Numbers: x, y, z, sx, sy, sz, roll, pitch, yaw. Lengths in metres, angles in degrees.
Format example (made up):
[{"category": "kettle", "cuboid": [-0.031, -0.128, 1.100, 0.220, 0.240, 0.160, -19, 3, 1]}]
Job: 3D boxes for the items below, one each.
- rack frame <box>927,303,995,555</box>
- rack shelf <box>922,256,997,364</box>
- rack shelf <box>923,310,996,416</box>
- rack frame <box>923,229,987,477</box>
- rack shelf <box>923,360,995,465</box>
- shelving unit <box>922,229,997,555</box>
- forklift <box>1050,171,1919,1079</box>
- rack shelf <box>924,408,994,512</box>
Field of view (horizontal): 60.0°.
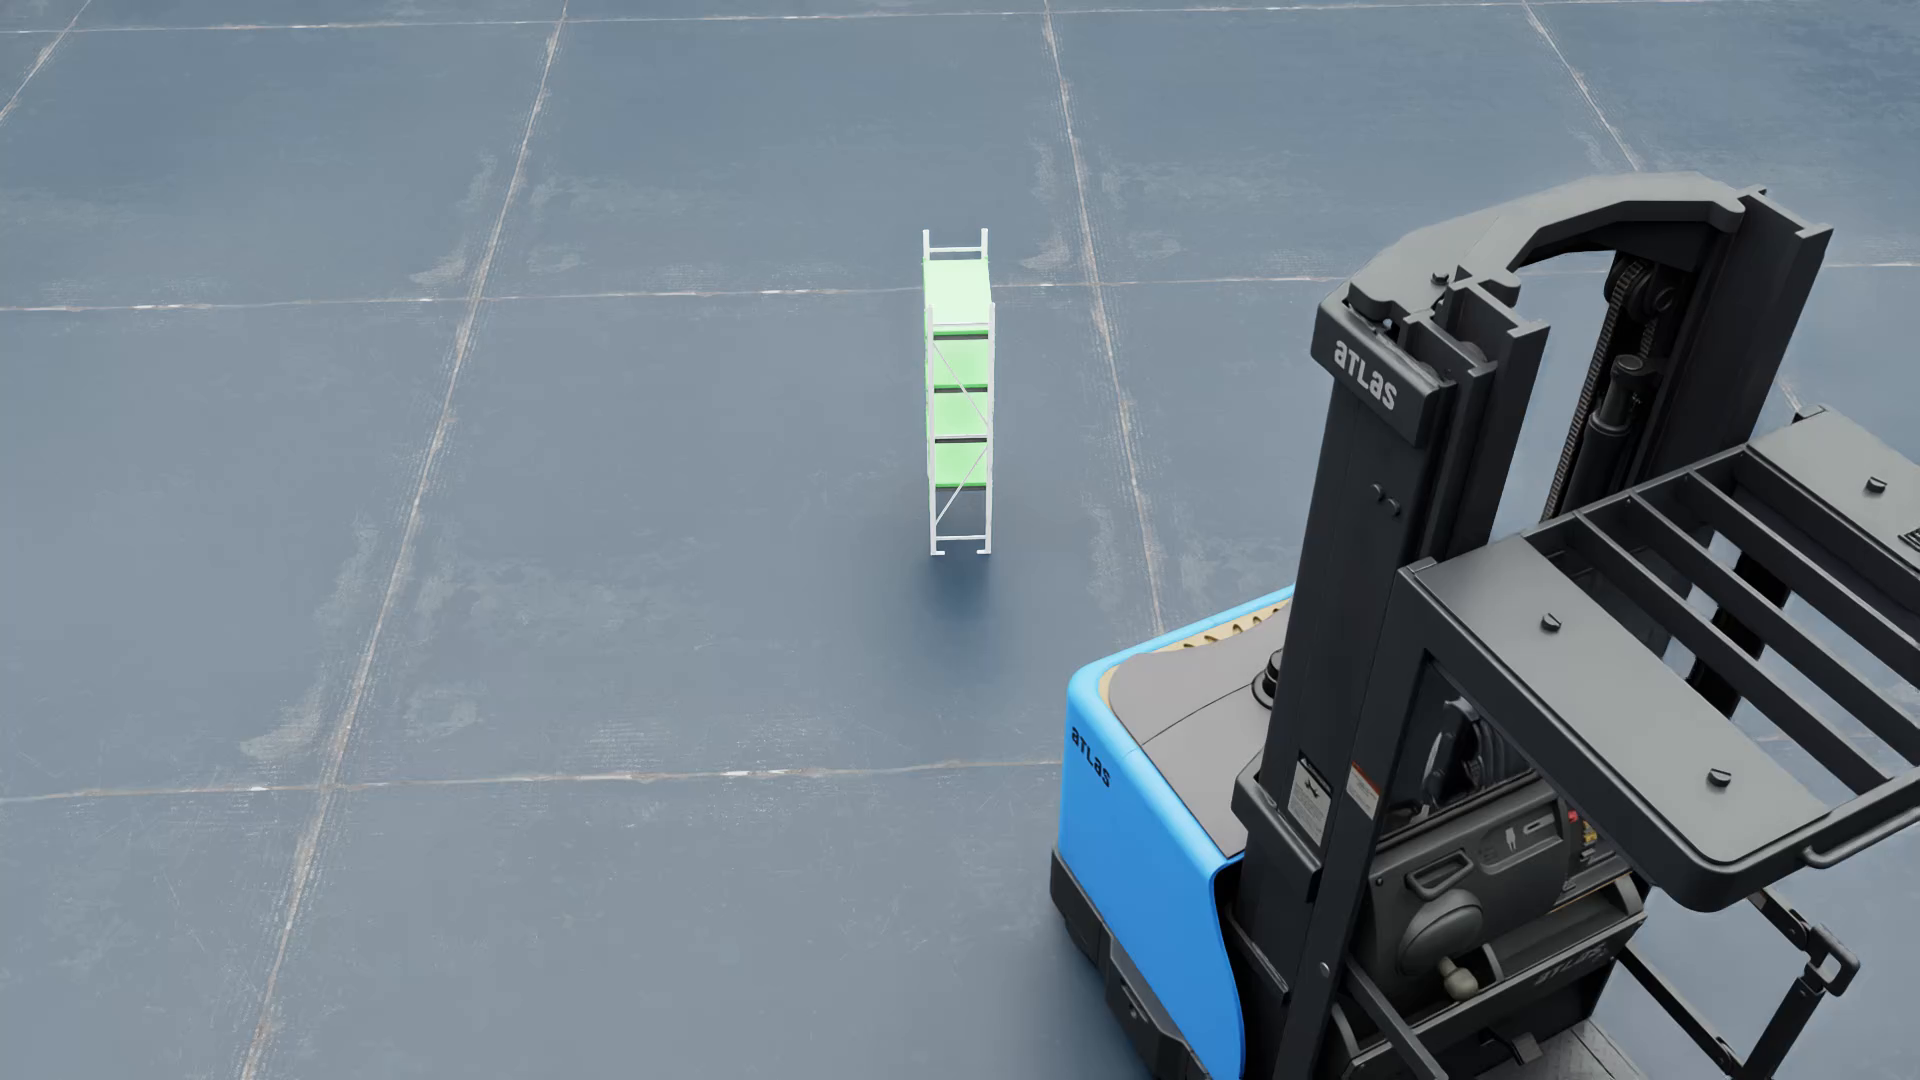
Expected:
[{"category": "rack frame", "cuboid": [0.003, -0.389, 6.287, 0.240, 1.200, 0.015, -2, 43, -2]}, {"category": "rack shelf", "cuboid": [-0.007, -0.861, 6.185, 0.258, 0.148, 0.480, -2, 43, -2]}, {"category": "rack shelf", "cuboid": [-0.007, -0.684, 6.347, 0.258, 0.148, 0.480, -2, 43, -2]}, {"category": "rack frame", "cuboid": [-0.017, -0.719, 6.646, 0.240, 1.200, 0.015, -2, 43, -2]}, {"category": "rack shelf", "cuboid": [-0.007, -0.507, 6.510, 0.258, 0.148, 0.480, -2, 43, -2]}, {"category": "shelving unit", "cuboid": [-0.007, -0.554, 6.466, 0.258, 1.200, 0.503, -2, 43, -2]}, {"category": "forklift", "cuboid": [1.413, 0.826, 3.680, 1.130, 2.935, 3.031, -19, 46, -20]}, {"category": "rack shelf", "cuboid": [-0.007, -0.330, 6.672, 0.258, 0.148, 0.480, -2, 43, -2]}]
